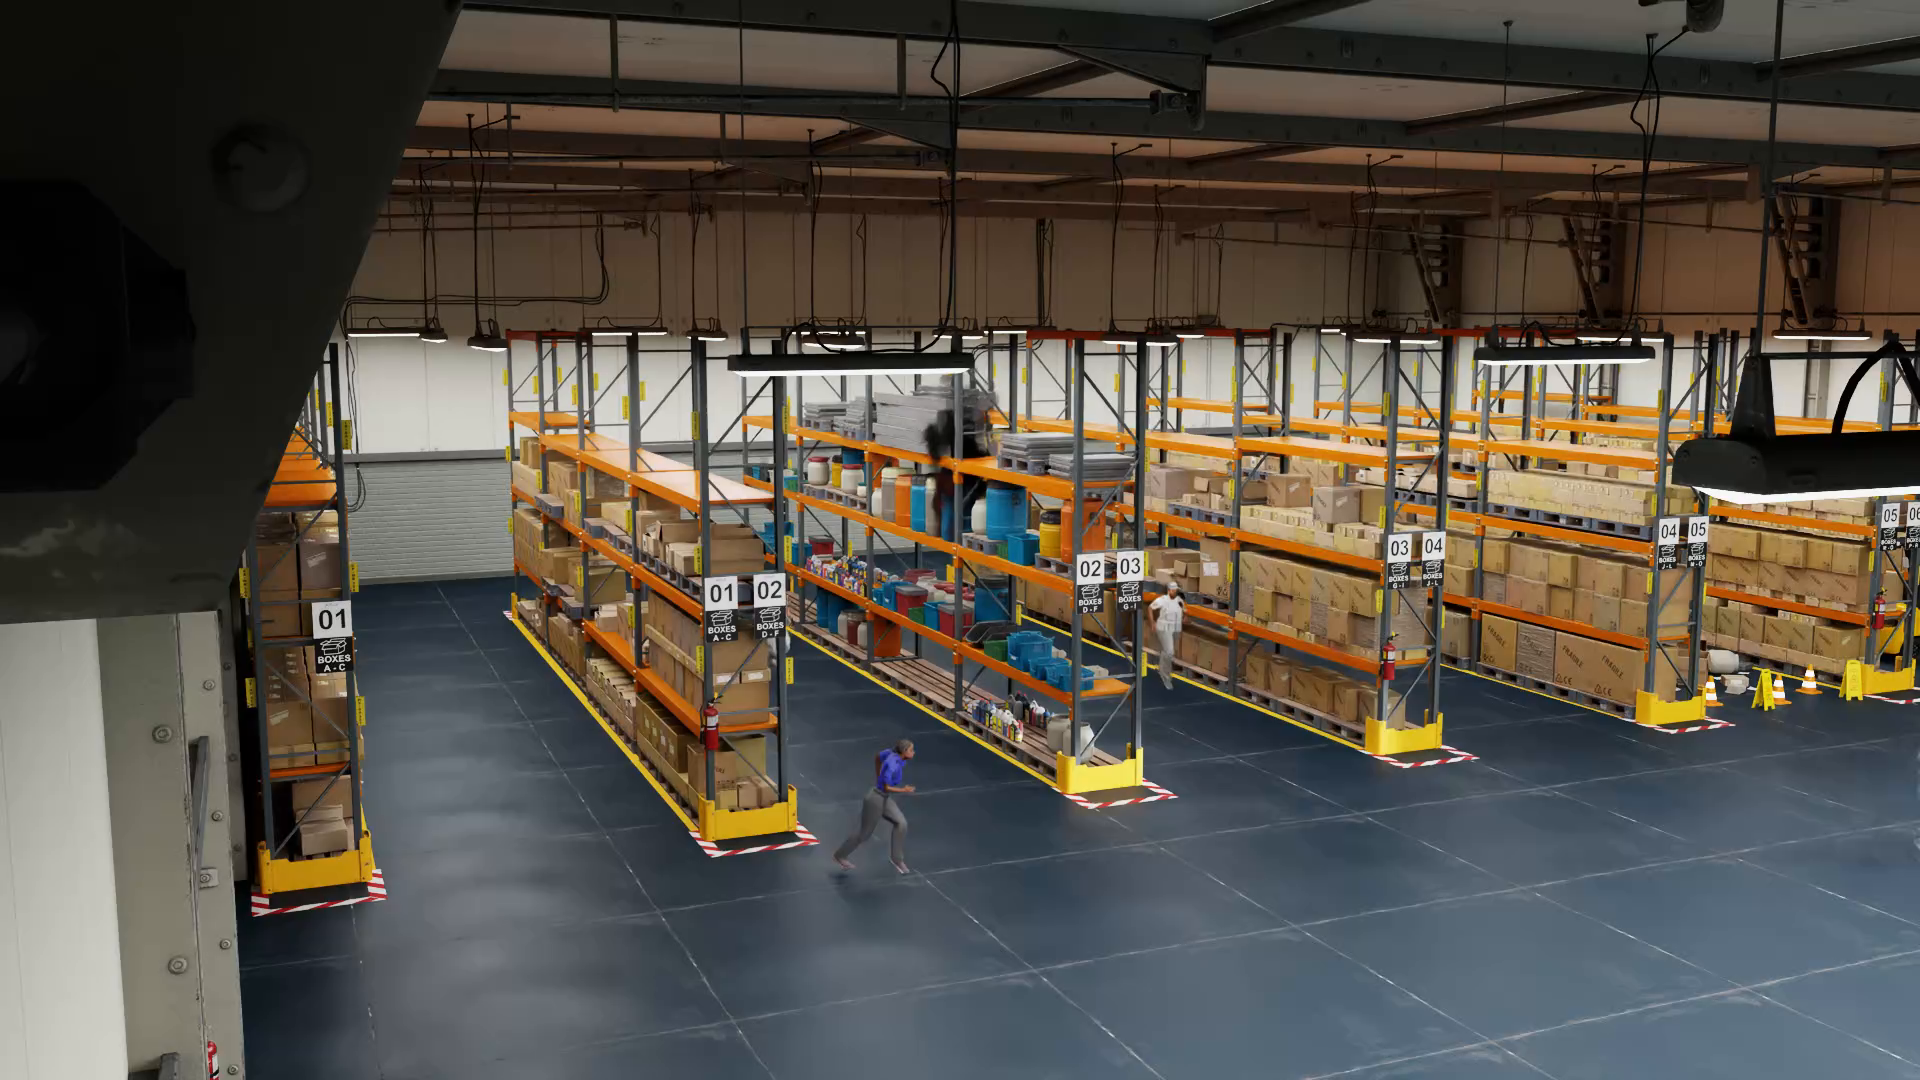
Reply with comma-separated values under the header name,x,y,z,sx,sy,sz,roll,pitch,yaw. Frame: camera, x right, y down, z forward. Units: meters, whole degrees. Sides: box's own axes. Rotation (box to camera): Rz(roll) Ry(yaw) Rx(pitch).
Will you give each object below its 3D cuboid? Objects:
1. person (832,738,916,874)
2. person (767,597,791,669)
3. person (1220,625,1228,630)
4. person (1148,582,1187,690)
name,x,y,z,sx,sy,sz,roll,pitch,yaw
person,-0.981,3.028,18.883,0.960,1.613,0.617,0,8,1
person,-3.166,1.417,28.413,0.658,1.609,0.650,-6,10,-36
person,5.287,0.909,33.654,0.719,1.737,0.739,-3,8,-24
person,3.444,1.557,27.237,0.570,1.778,0.772,-5,9,-31
